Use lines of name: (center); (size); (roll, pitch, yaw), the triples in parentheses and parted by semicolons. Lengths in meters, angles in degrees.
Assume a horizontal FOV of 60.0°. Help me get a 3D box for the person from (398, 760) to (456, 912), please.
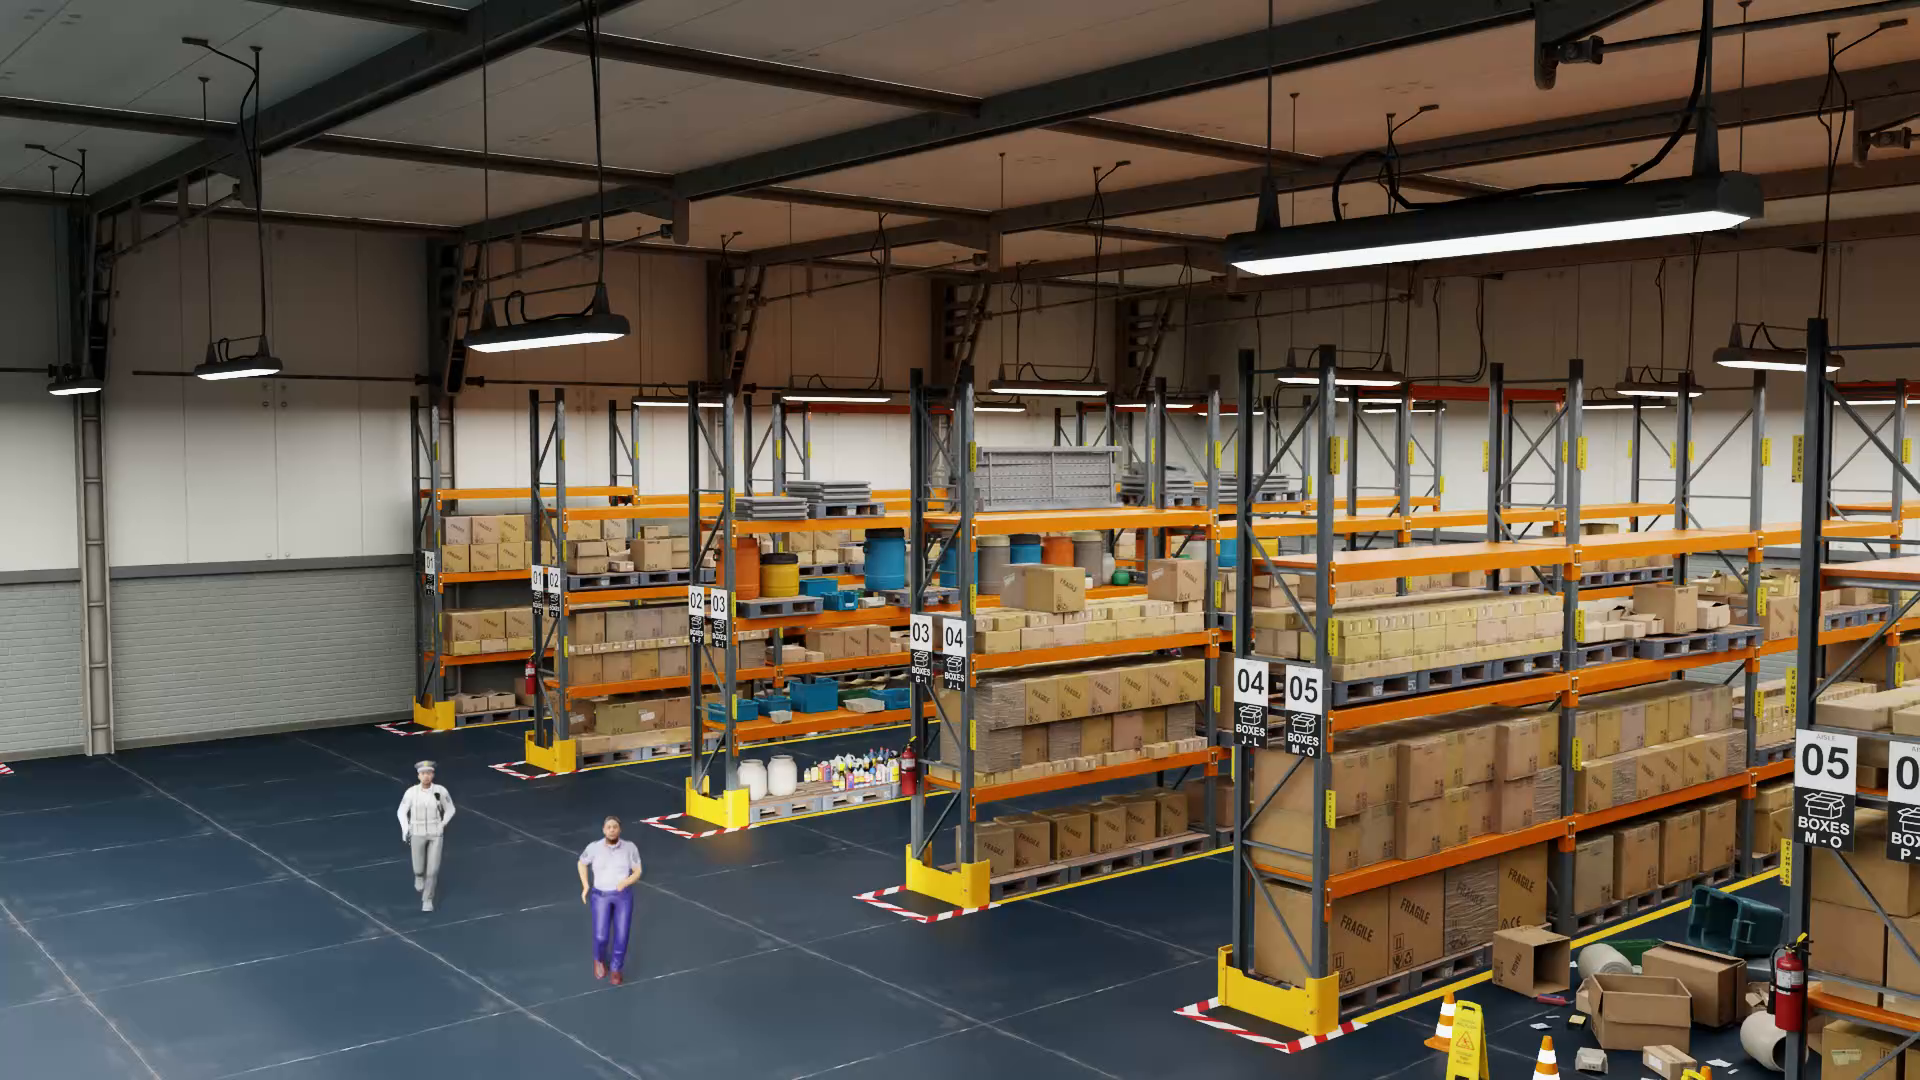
person: (-5.912, 3.256, 18.449); (0.615, 1.657, 0.555); (-1, 4, -18)

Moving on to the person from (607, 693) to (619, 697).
person: (-5.992, 2.639, 28.926); (0.537, 1.596, 0.877); (3, 4, 39)

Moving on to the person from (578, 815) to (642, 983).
person: (-3.306, 3.424, 15.762); (0.592, 1.609, 0.575); (-1, 3, -15)
